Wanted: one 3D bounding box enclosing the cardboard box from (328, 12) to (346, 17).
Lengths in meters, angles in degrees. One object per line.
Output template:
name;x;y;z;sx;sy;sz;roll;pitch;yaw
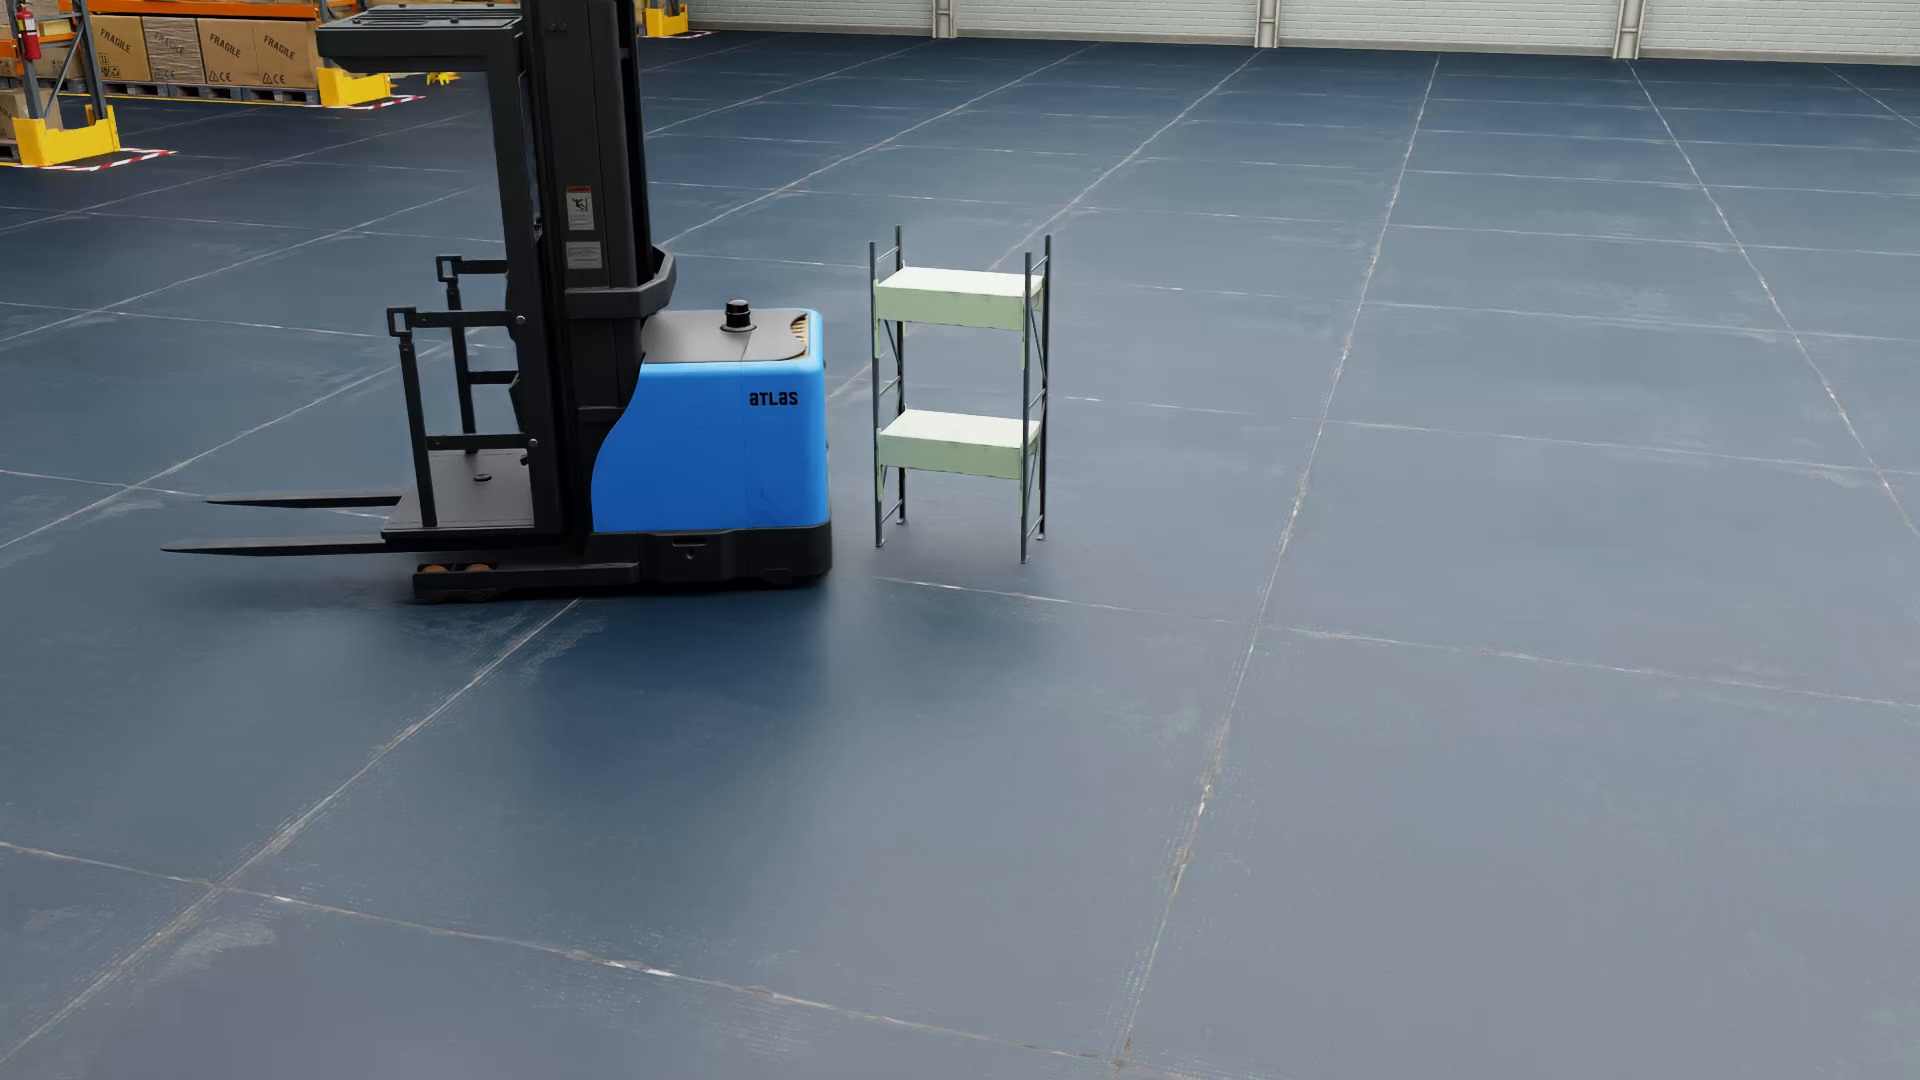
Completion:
cardboard box;-10.393;-8.831;27.867;0.500;0.500;0.500;8;24;18

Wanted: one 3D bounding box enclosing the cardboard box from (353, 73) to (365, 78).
cardboard box;-9.463;-7.404;25.596;0.637;0.503;0.797;-9;24;-21

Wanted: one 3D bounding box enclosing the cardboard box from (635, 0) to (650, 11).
cardboard box;-6.176;-10.183;31.493;0.500;0.250;0.500;6;23;15

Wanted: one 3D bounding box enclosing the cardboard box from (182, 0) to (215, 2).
cardboard box;-10.303;-7.773;23.008;0.500;0.550;0.875;7;23;16

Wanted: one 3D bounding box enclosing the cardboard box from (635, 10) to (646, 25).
cardboard box;-6.161;-9.949;31.581;0.500;0.250;0.500;7;23;16

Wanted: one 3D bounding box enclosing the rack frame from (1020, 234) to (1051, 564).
rack frame;0.357;-0.653;7.825;0.023;1.500;0.400;7;23;16

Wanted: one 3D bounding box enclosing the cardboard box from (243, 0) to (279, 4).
cardboard box;-9.284;-7.623;22.642;0.550;0.550;0.875;7;23;16

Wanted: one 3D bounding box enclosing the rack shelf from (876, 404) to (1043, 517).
rack shelf;0.006;-0.392;8.046;0.720;0.370;0.431;7;23;16

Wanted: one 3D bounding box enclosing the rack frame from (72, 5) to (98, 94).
rack frame;-12.213;-7.915;23.553;0.127;3.000;1.000;7;23;16

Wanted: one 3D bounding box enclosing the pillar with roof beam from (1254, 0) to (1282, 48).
pillar with roof beam;4.219;-11.390;24.119;0.400;9.000;9.100;7;23;16

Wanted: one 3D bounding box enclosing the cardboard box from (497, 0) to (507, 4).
cardboard box;-7.765;-8.747;27.661;0.500;0.500;0.500;6;23;14

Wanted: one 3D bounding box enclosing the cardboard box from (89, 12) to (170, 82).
cardboard box;-11.631;-7.032;23.646;0.875;0.875;0.875;7;23;16

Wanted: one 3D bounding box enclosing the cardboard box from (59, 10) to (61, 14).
cardboard box;-16.199;-9.580;29.857;0.875;0.875;0.875;7;23;16

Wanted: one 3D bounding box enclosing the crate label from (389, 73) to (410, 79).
crate label;-8.600;-7.163;25.492;0.298;0.136;0.250;-5;23;-12

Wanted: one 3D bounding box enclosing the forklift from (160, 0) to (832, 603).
forklift;-2.138;-1.281;7.469;3.031;2.935;1.130;-2;22;-4

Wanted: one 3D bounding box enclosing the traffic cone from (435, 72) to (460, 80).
traffic cone;-7.829;-7.250;25.275;0.334;0.463;0.336;7;23;16

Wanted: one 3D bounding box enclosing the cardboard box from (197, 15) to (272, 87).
cardboard box;-9.894;-6.834;23.163;0.875;0.875;0.875;6;23;15

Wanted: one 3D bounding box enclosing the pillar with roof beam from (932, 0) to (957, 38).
pillar with roof beam;-1.525;-12.048;25.722;0.400;9.000;9.100;7;23;16

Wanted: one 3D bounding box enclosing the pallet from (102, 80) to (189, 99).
pallet;-11.507;-6.513;23.809;1.213;0.211;1.003;7;23;15

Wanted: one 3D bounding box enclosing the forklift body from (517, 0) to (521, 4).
forklift body;-7.962;-10.242;30.345;1.214;2.155;2.313;7;23;16

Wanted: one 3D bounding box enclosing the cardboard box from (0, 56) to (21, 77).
cardboard box;-13.755;-7.211;24.247;0.750;0.750;1.050;7;23;15

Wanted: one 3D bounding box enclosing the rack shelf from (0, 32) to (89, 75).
rack shelf;-11.827;-5.572;18.788;4.000;0.370;1.077;7;23;16

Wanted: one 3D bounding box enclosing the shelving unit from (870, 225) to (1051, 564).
shelving unit;0.006;-0.693;7.923;0.755;1.500;0.431;7;23;16

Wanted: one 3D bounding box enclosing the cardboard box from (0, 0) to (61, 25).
cardboard box;-10.431;-5.940;18.213;0.500;0.500;0.875;7;23;16

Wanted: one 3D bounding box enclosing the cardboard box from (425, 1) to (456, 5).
cardboard box;-8.393;-8.604;27.315;0.500;0.500;0.500;7;23;17

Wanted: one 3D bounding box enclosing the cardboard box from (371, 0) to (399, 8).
cardboard box;-9.381;-8.719;27.595;0.500;0.500;0.500;8;24;18

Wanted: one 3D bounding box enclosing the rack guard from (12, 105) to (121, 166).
rack guard;-9.985;-4.537;18.612;0.348;0.500;1.175;7;23;16

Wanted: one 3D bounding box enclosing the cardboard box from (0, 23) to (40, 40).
cardboard box;-10.245;-5.526;18.058;0.250;0.149;0.380;7;23;16

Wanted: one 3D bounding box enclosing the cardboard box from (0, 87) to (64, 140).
cardboard box;-10.505;-4.798;18.694;0.500;0.500;0.500;11;25;25

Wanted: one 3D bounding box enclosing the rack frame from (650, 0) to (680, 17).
rack frame;-5.620;-11.090;31.293;0.127;3.000;1.000;7;23;16

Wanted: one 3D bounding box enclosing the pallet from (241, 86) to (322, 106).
pallet;-9.171;-6.246;23.157;1.213;0.211;1.003;7;23;15

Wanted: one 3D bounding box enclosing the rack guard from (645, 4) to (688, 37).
rack guard;-5.597;-9.931;31.761;0.348;0.500;1.175;7;23;16

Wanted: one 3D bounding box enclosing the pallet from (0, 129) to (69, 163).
pallet;-10.753;-4.506;18.915;1.213;0.211;1.003;7;23;16

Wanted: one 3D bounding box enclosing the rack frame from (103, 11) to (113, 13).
rack frame;-14.709;-10.163;29.033;0.127;3.000;1.000;7;23;16

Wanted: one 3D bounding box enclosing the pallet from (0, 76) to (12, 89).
pallet;-14.145;-6.815;24.546;1.213;0.211;1.003;7;23;16

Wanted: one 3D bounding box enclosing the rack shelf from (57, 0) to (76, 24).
rack shelf;-14.127;-7.802;24.224;4.000;0.370;1.077;7;23;16
